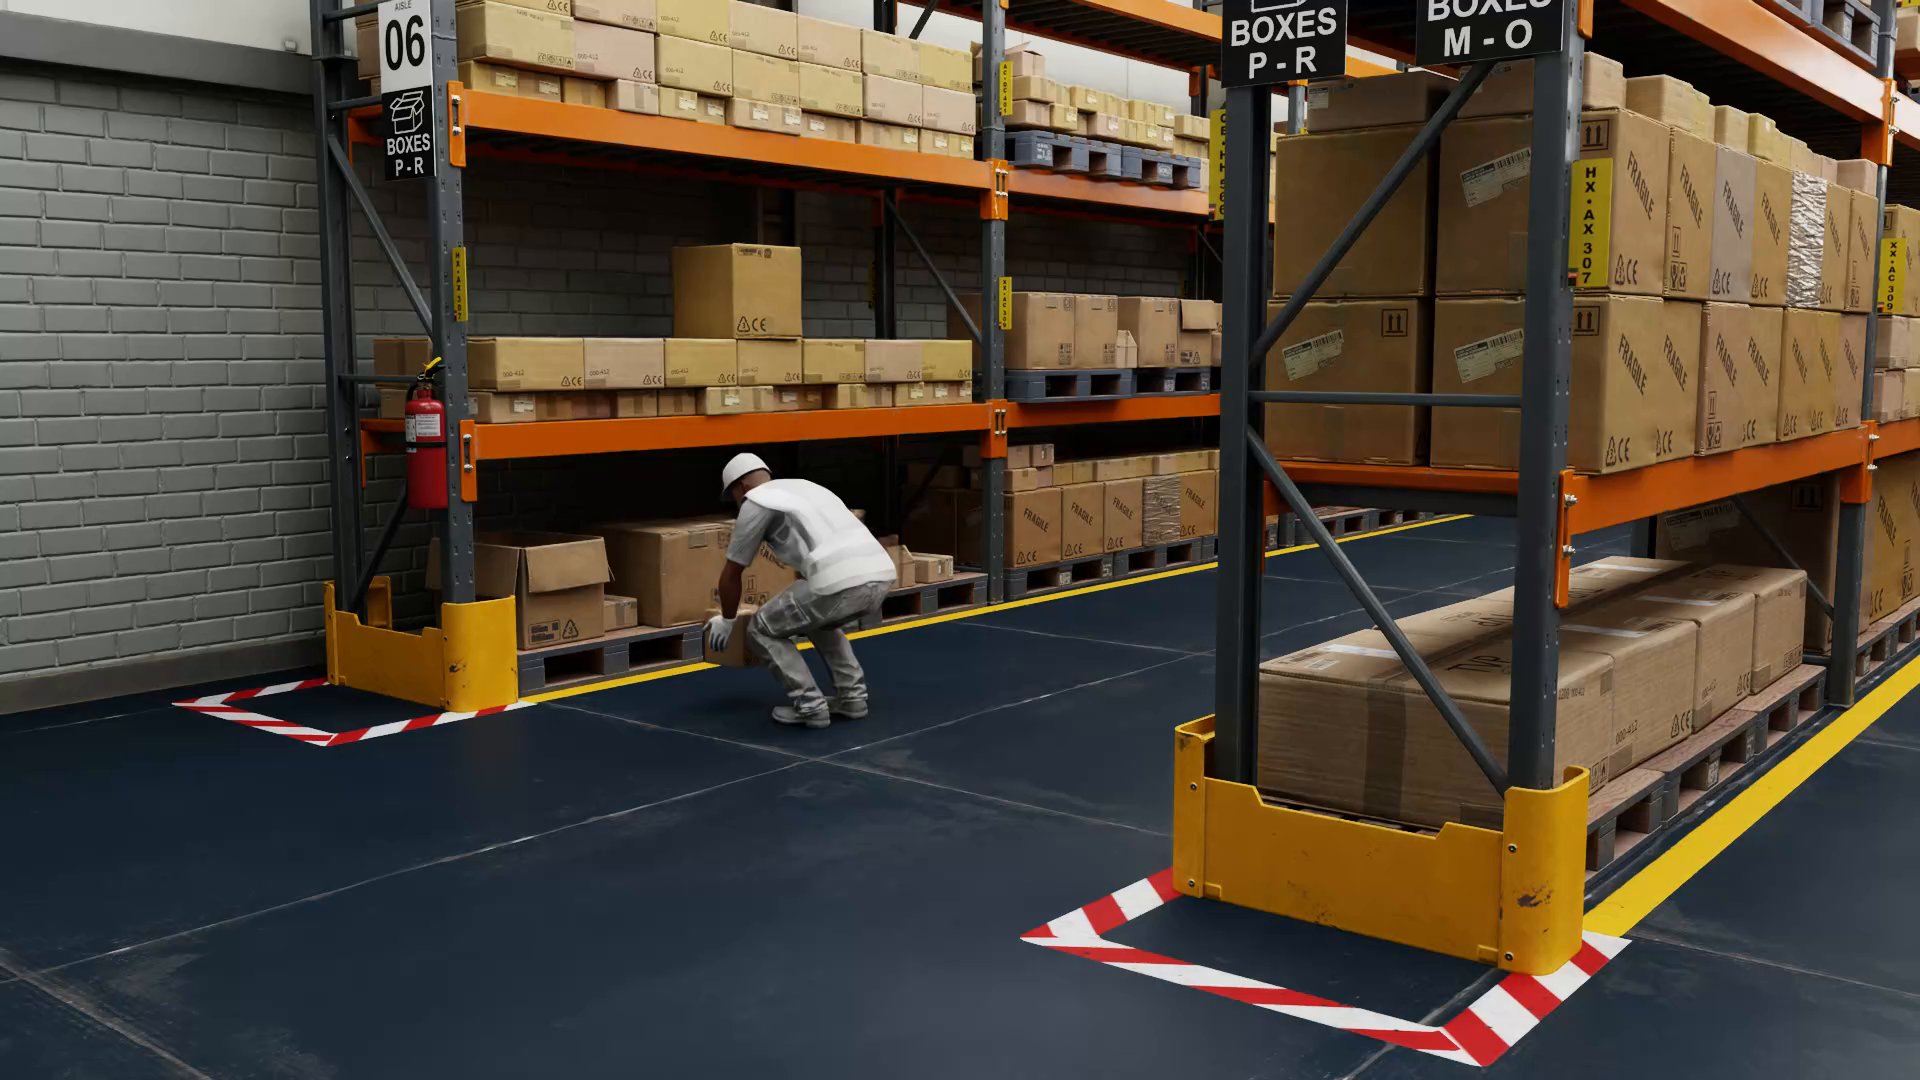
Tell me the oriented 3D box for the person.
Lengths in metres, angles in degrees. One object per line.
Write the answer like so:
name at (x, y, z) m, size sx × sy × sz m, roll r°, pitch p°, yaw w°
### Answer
person at (-0.716, 0.215, 7.407) m, size 0.853 × 1.183 × 0.597 m, roll 5°, pitch 8°, yaw 38°
